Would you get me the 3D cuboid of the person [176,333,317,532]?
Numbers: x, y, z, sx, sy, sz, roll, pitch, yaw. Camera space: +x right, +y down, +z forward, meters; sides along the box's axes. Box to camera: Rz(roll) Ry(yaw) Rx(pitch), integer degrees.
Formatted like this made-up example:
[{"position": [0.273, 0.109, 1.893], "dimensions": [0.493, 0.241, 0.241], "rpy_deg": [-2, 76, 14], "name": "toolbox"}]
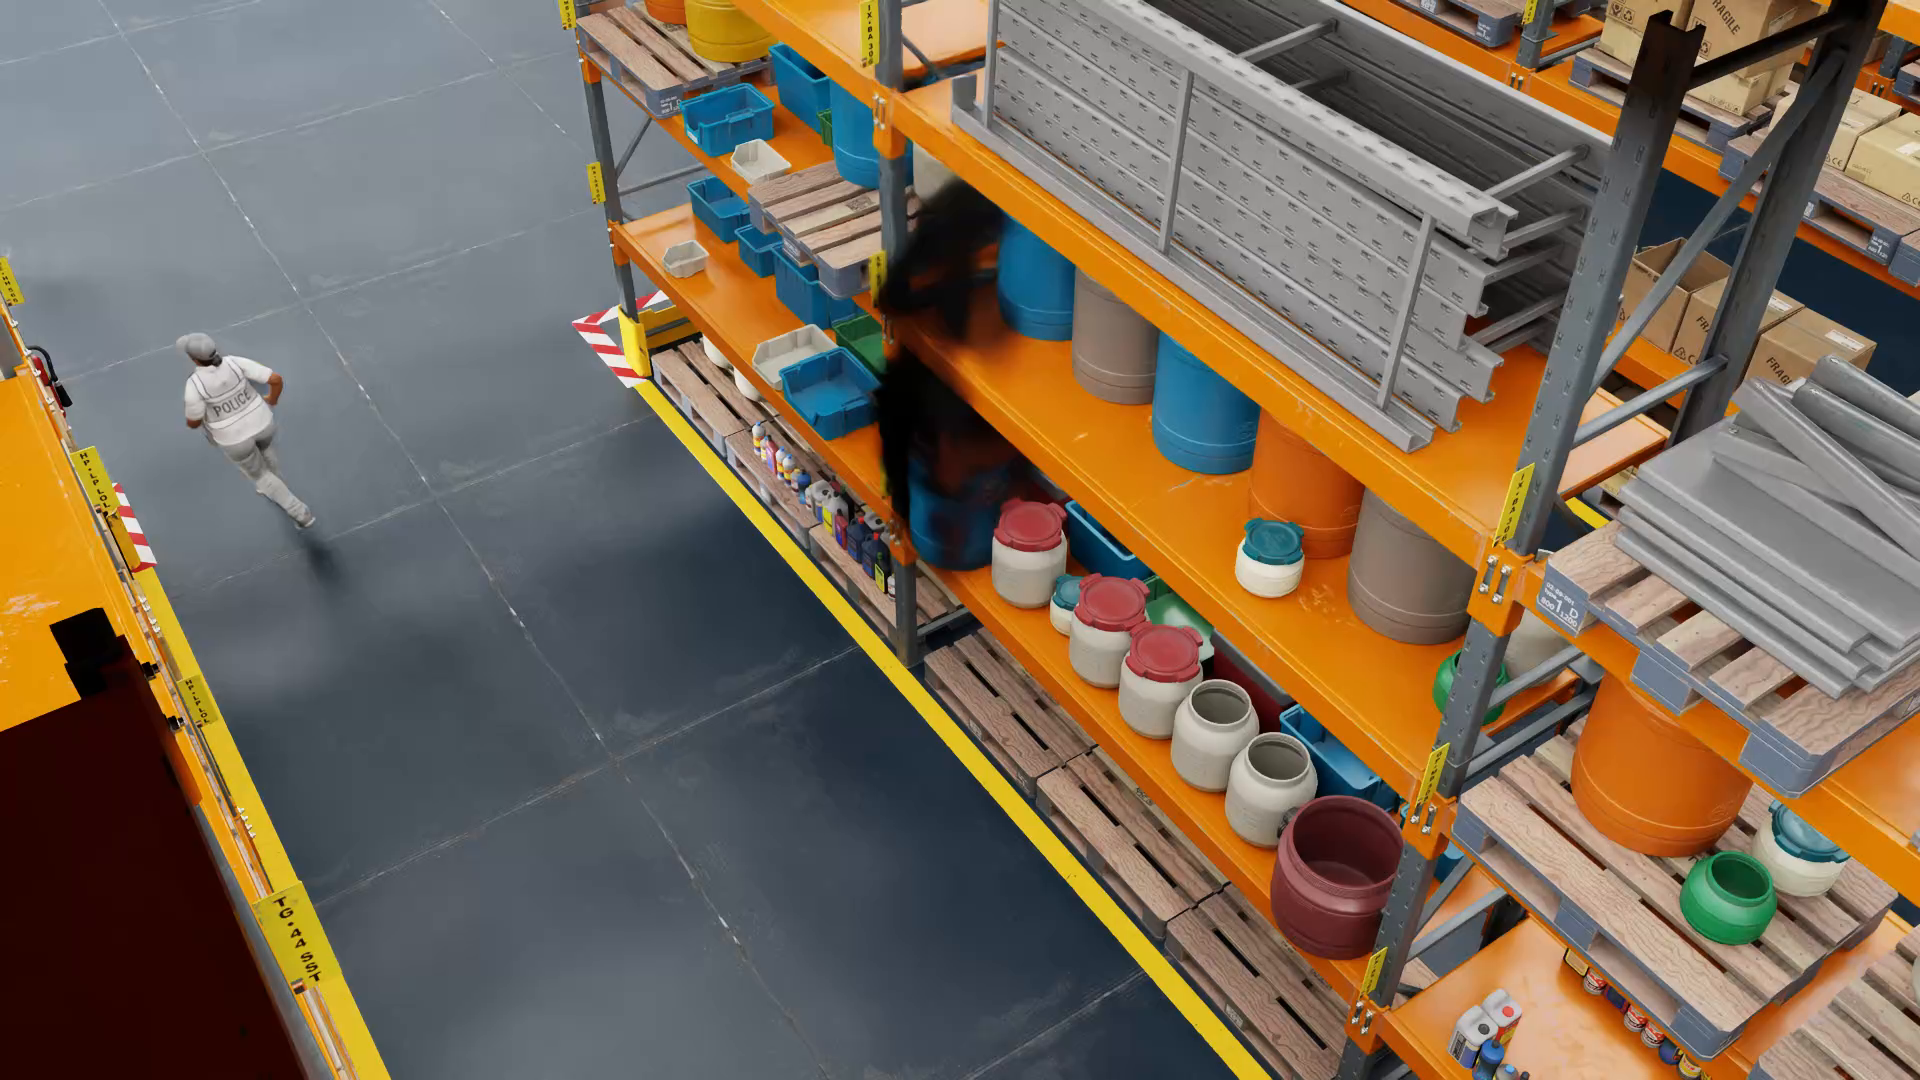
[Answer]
[{"position": [-4.889, -0.719, 11.329], "dimensions": [0.886, 1.675, 0.626], "rpy_deg": [28, 49, 27], "name": "person"}]
